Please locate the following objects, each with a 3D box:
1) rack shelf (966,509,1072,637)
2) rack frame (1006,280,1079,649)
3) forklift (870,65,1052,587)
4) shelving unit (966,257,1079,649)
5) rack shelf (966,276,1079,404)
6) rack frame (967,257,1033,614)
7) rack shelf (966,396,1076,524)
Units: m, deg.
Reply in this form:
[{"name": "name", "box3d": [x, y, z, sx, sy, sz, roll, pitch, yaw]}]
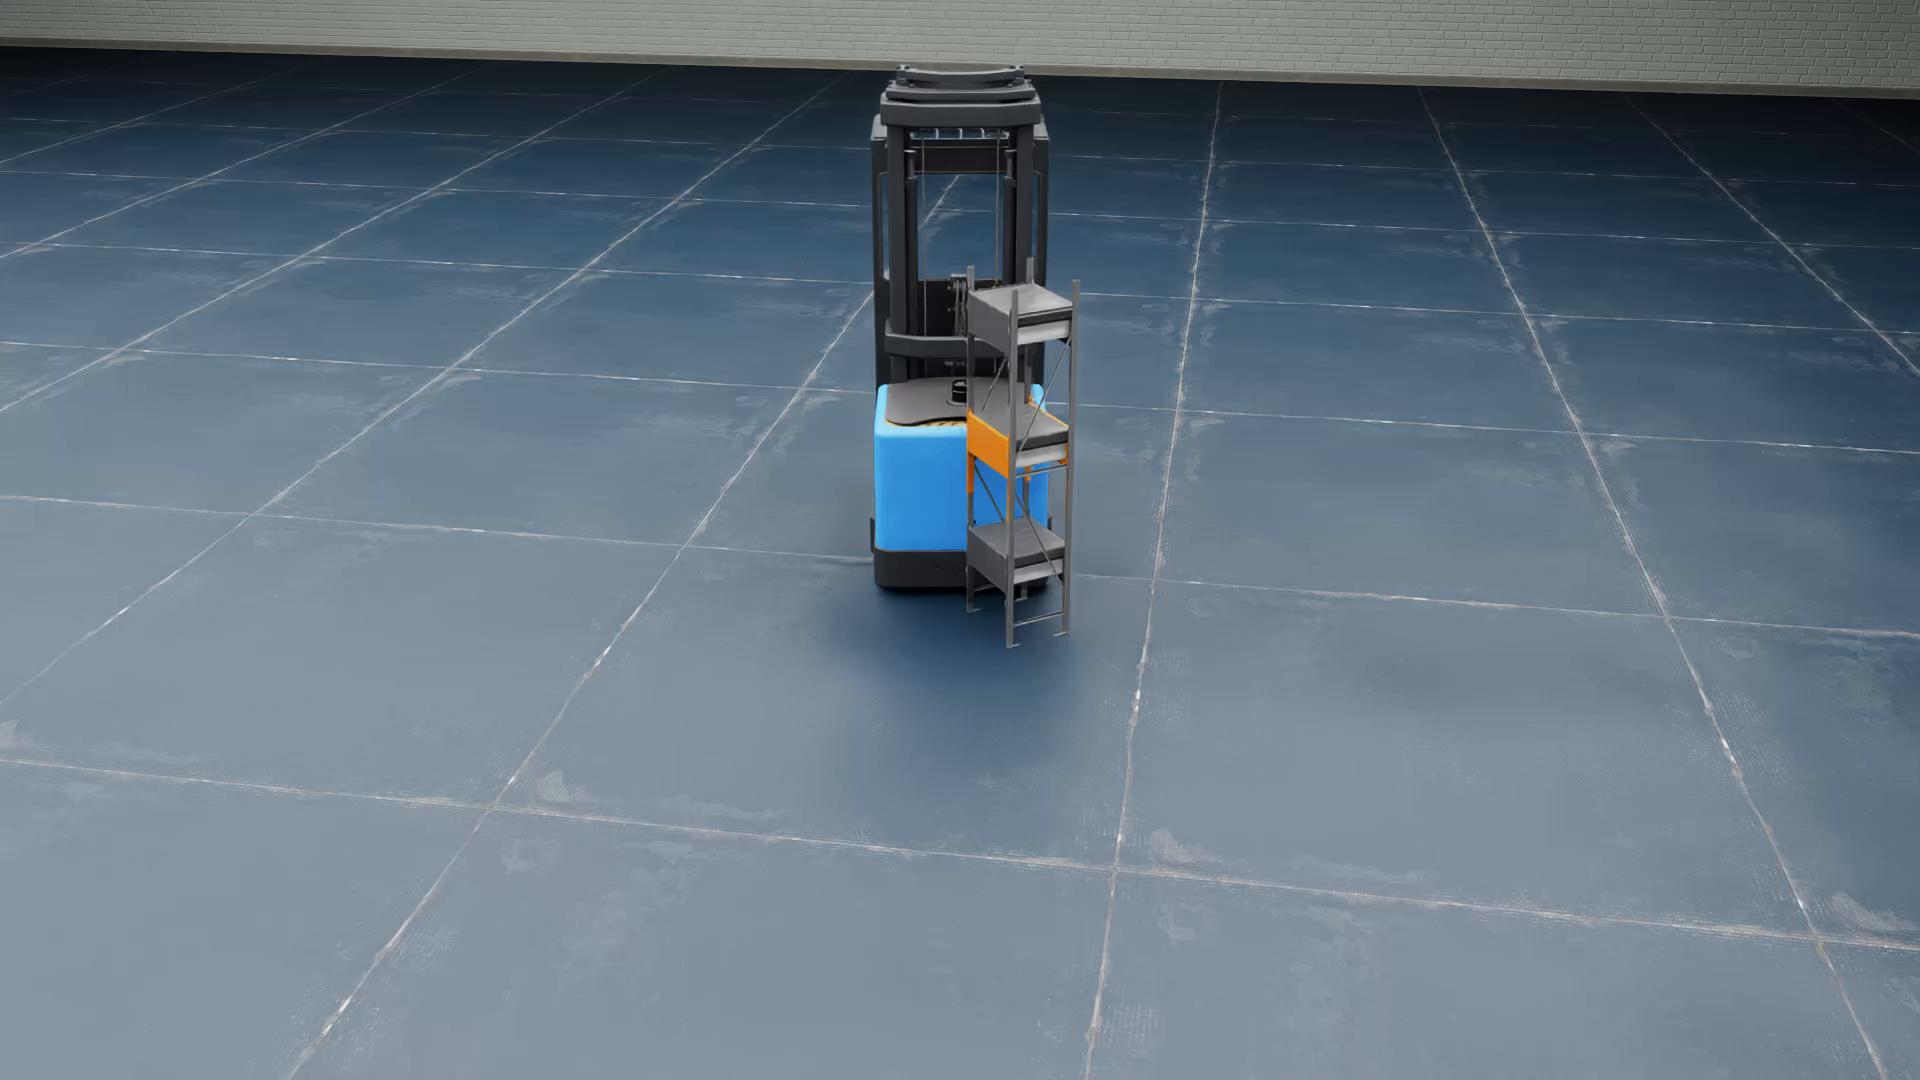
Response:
[{"name": "rack shelf", "box3d": [0.333, 0.182, 9.567, 0.431, 0.518, 0.480, -12, 28, -25]}, {"name": "rack frame", "box3d": [0.444, -0.372, 9.068, 0.400, 2.100, 0.015, -12, 28, -25]}, {"name": "forklift", "box3d": [-0.003, -1.623, 10.760, 1.130, 2.935, 3.031, 0, 25, 0]}, {"name": "shelving unit", "box3d": [0.333, -0.464, 9.264, 0.431, 2.100, 0.503, -12, 28, -25]}, {"name": "rack shelf", "box3d": [0.333, -1.086, 8.973, 0.431, 0.518, 0.480, -12, 28, -25]}, {"name": "rack frame", "box3d": [0.221, -0.556, 9.461, 0.400, 2.100, 0.015, -12, 28, -25]}, {"name": "rack shelf", "box3d": [0.333, -0.452, 9.270, 0.431, 0.518, 0.480, -12, 28, -25]}]
